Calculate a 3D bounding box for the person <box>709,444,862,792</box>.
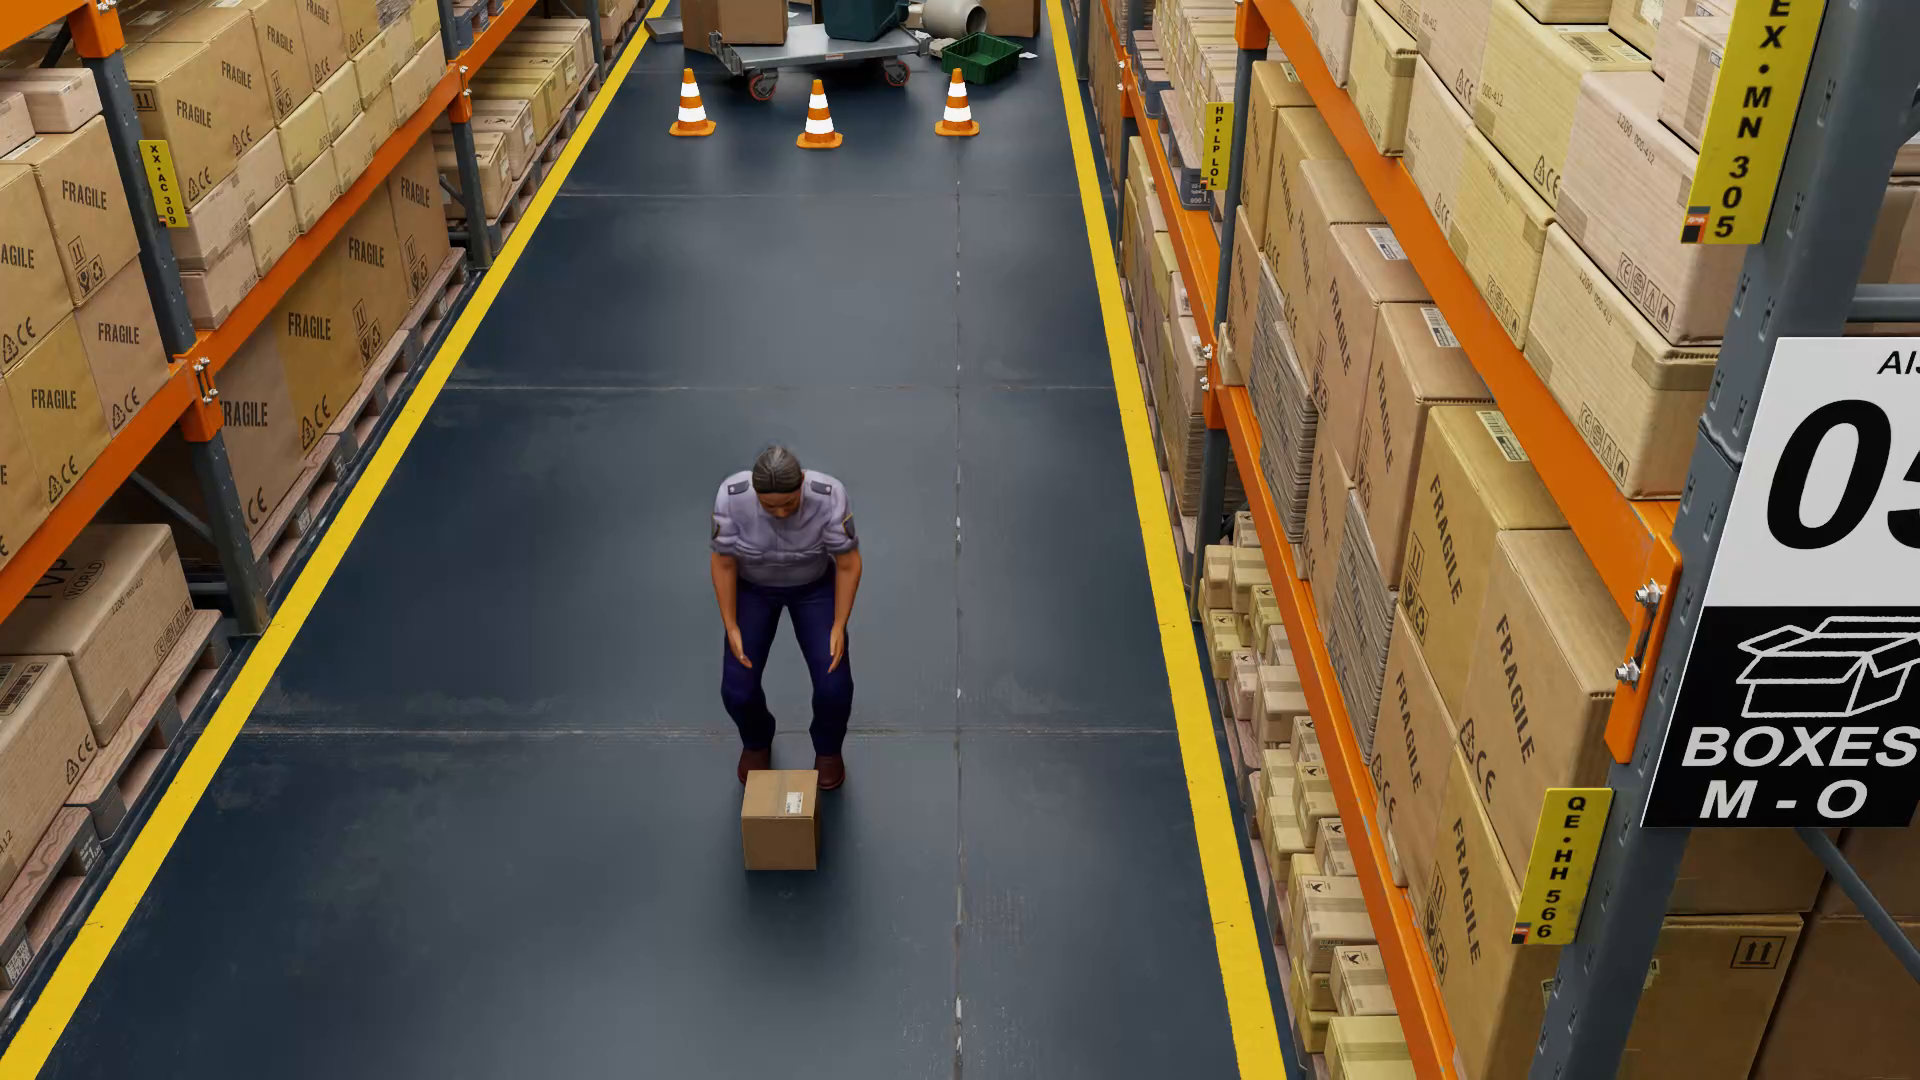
[{"bbox_3d":[-0.603,0.237,5.949,0.528,1.469,0.573,0,32,0],"label":"person"}]
